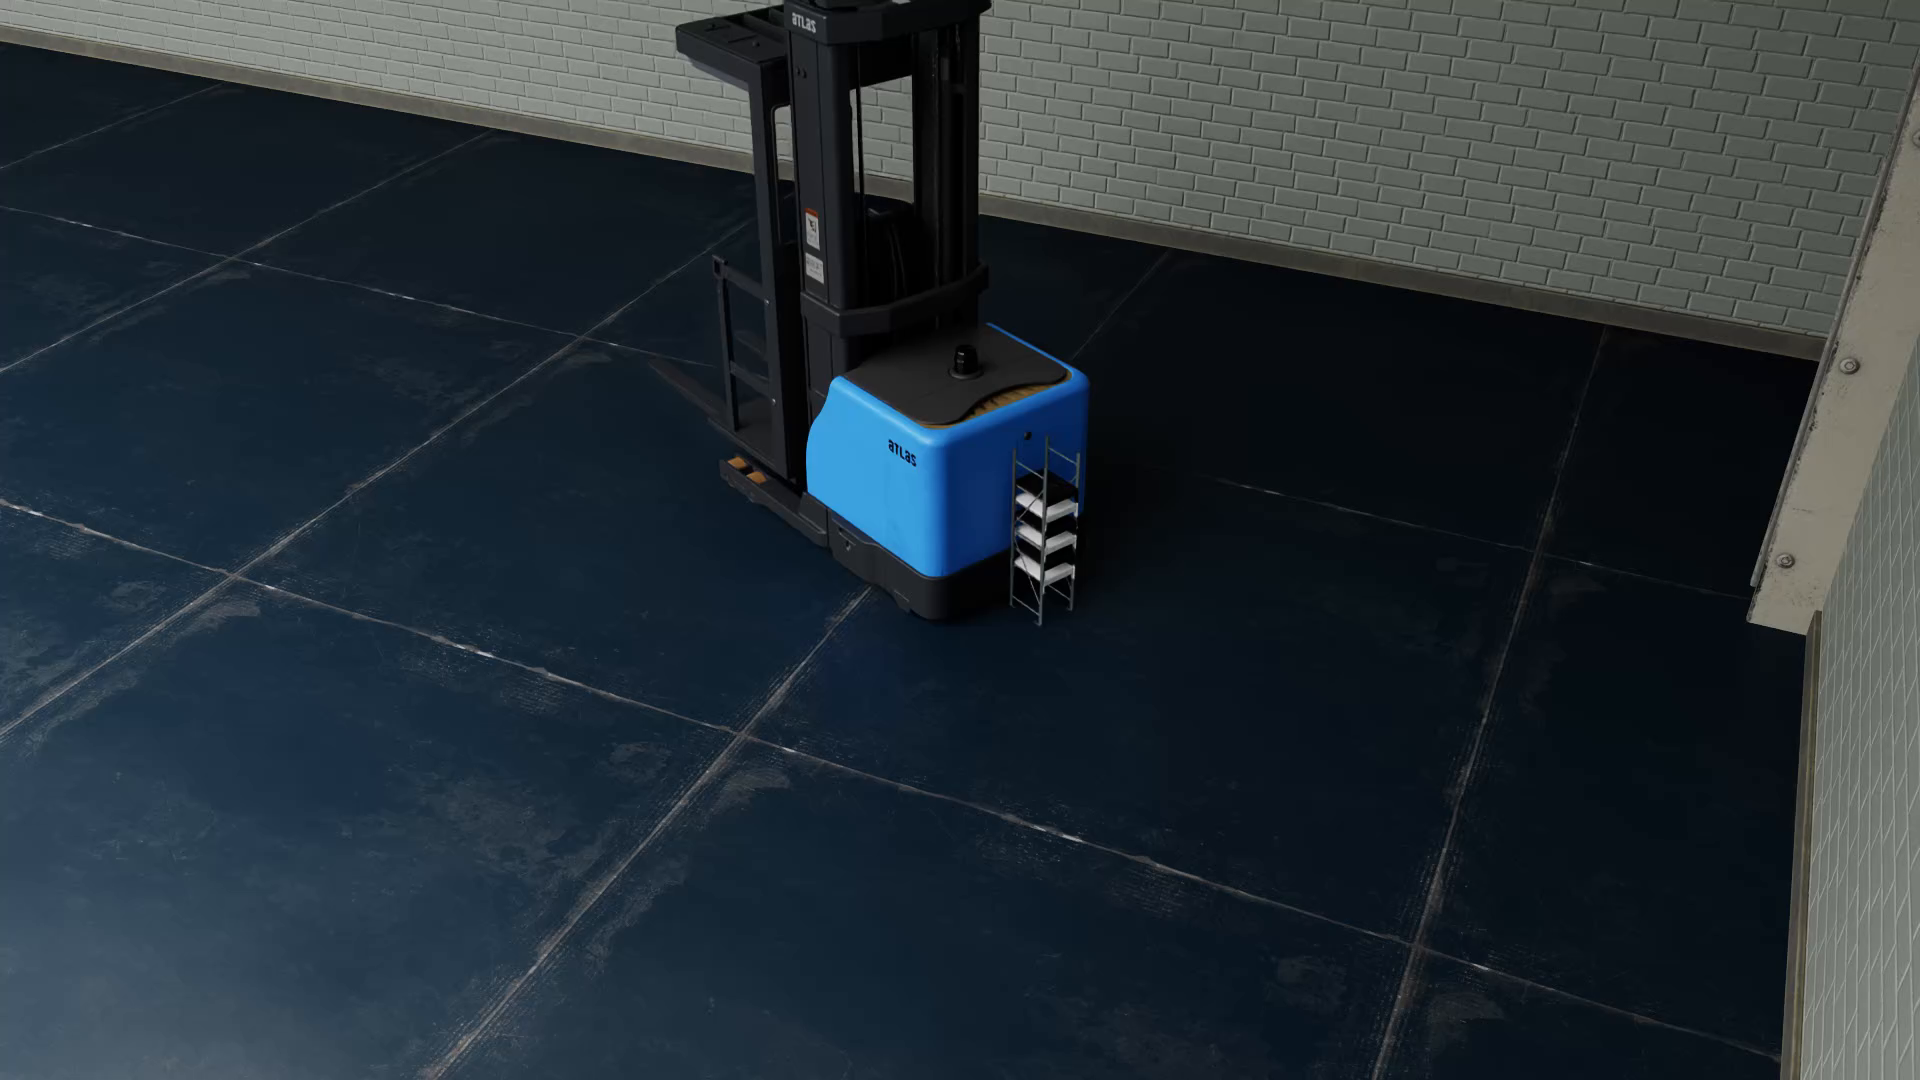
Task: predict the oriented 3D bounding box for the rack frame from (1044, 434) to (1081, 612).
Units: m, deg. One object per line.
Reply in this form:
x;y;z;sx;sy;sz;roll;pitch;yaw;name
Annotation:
0.483;-0.072;8.039;0.006;0.900;0.240;-24;40;-32;rack frame

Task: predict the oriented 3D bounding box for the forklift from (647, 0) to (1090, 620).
-0.671;-1.583;8.492;1.130;2.935;3.031;-24;40;-32;forklift

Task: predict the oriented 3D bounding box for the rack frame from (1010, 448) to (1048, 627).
0.324;-0.002;7.932;0.006;0.900;0.240;-24;40;-32;rack frame

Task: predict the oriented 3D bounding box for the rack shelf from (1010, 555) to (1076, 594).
0.403;0.141;8.103;0.200;0.077;0.258;-24;40;-32;rack shelf

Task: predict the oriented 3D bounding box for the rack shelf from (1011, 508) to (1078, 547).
0.404;-0.085;7.954;0.200;0.077;0.258;-24;40;-32;rack shelf

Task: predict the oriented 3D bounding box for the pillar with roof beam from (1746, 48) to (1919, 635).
0.163;-4.415;7.277;9.100;9.000;0.400;14;36;20;pillar with roof beam

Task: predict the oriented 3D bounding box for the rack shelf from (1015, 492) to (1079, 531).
0.404;-0.160;7.905;0.200;0.077;0.258;-24;40;-32;rack shelf

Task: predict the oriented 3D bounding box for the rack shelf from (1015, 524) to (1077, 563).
0.403;-0.010;8.004;0.200;0.077;0.258;-24;40;-32;rack shelf

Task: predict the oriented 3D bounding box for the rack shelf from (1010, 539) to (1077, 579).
0.403;0.066;8.053;0.200;0.077;0.258;-24;40;-32;rack shelf

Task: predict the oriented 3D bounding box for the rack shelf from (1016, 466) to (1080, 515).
0.404;-0.235;7.855;0.200;0.077;0.258;-24;40;-32;rack shelf

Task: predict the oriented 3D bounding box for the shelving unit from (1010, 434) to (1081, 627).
0.404;-0.037;7.986;0.210;0.900;0.258;-24;40;-32;shelving unit
